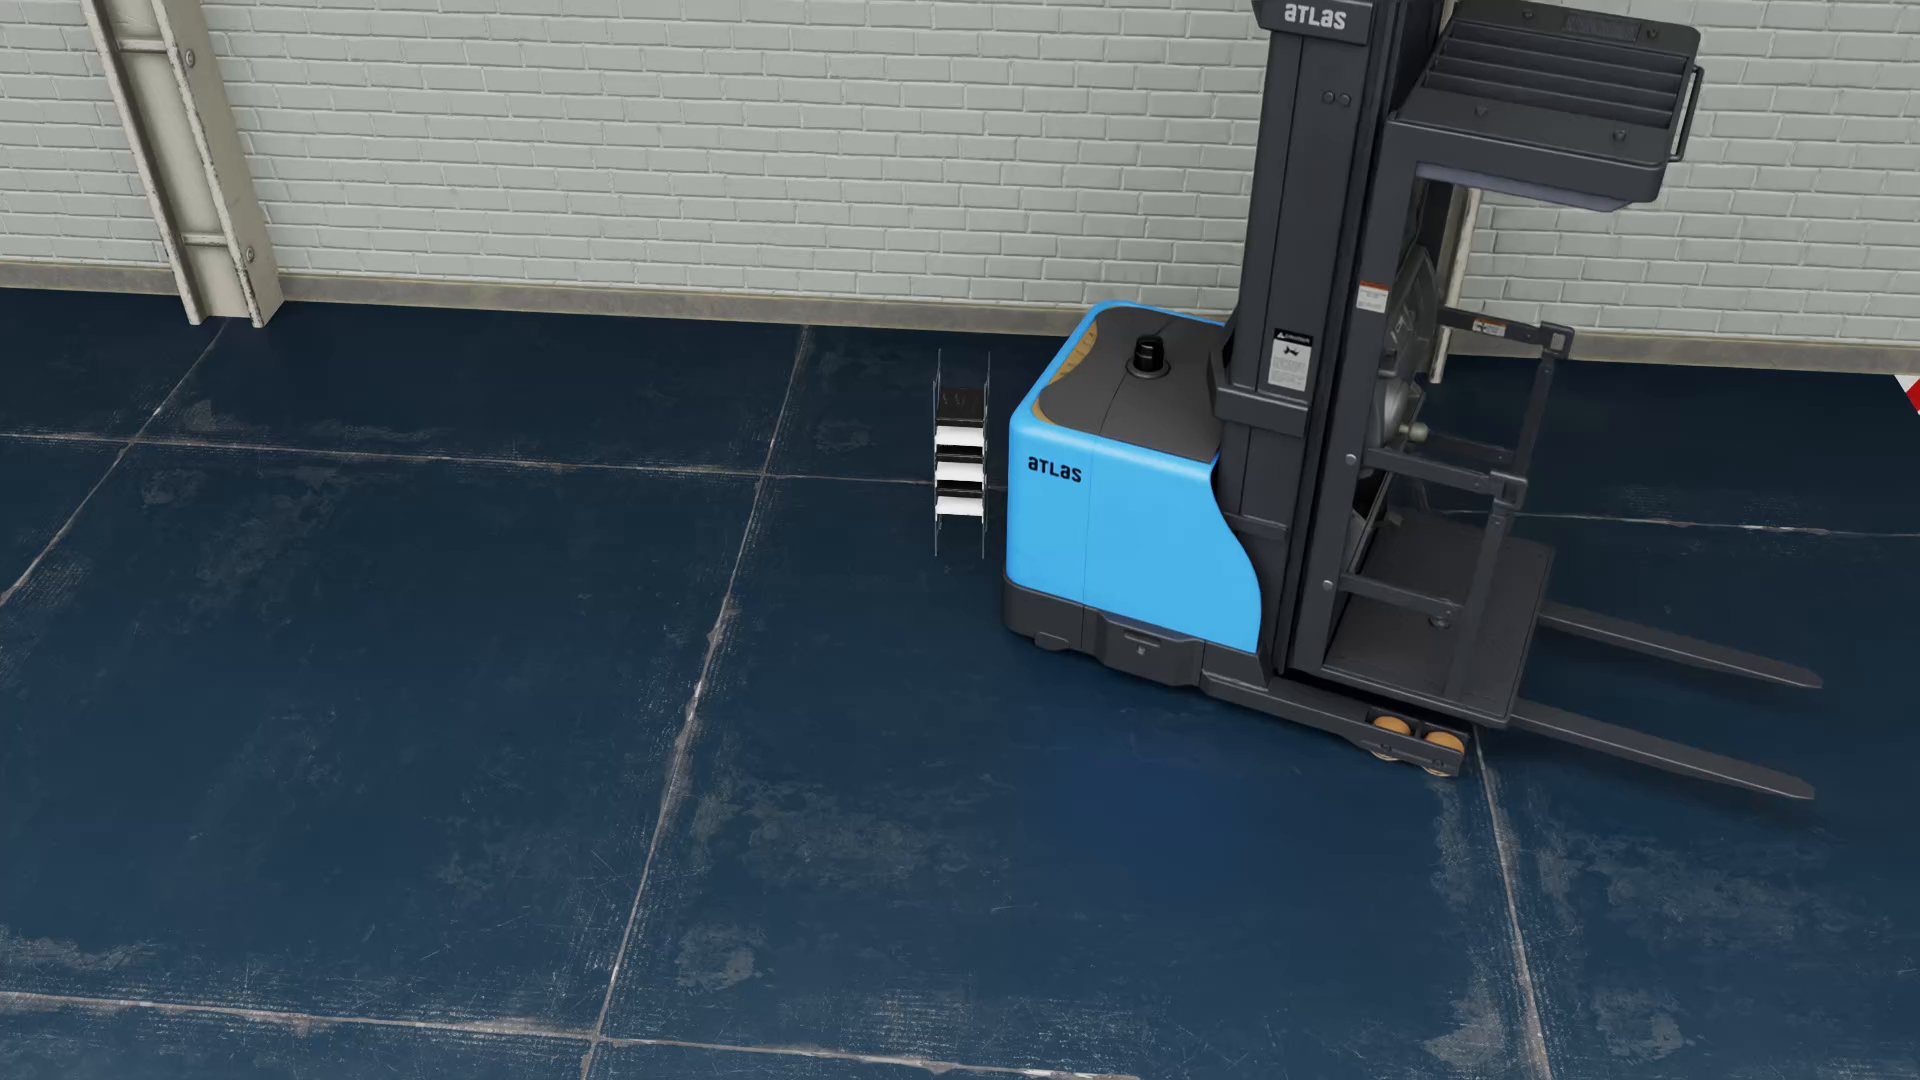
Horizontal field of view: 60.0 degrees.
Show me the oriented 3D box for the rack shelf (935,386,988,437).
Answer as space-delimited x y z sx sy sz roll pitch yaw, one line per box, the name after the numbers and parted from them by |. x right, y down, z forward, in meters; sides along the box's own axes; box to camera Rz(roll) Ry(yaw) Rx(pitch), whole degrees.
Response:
0.008 -0.532 6.816 0.200 0.077 0.258 3 39 4 | rack shelf

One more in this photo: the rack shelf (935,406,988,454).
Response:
0.008 -0.462 6.873 0.200 0.077 0.258 3 39 4 | rack shelf

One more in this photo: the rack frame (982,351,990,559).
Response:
0.109 -0.343 6.959 0.006 0.900 0.240 3 39 4 | rack frame

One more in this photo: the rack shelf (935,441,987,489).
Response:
0.008 -0.323 6.986 0.200 0.077 0.258 3 39 4 | rack shelf

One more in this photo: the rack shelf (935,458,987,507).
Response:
0.008 -0.253 7.043 0.200 0.077 0.258 3 39 4 | rack shelf

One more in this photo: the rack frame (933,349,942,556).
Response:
-0.093 -0.354 6.972 0.006 0.900 0.240 3 39 4 | rack frame

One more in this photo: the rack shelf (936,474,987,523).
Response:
0.008 -0.183 7.100 0.200 0.077 0.258 3 39 4 | rack shelf

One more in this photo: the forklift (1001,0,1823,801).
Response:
1.730 -0.645 5.720 3.031 2.935 1.130 16 42 19 | forklift

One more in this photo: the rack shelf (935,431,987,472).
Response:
0.008 -0.393 6.930 0.200 0.077 0.258 3 39 4 | rack shelf

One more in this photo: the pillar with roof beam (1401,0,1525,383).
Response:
1.818 -1.663 2.164 0.400 9.000 9.100 3 39 4 | pillar with roof beam

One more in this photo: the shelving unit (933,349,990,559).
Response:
0.008 -0.349 6.965 0.210 0.900 0.258 3 39 4 | shelving unit

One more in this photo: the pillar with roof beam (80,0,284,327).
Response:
-4.160 -1.989 2.566 0.400 9.000 9.100 3 39 4 | pillar with roof beam
